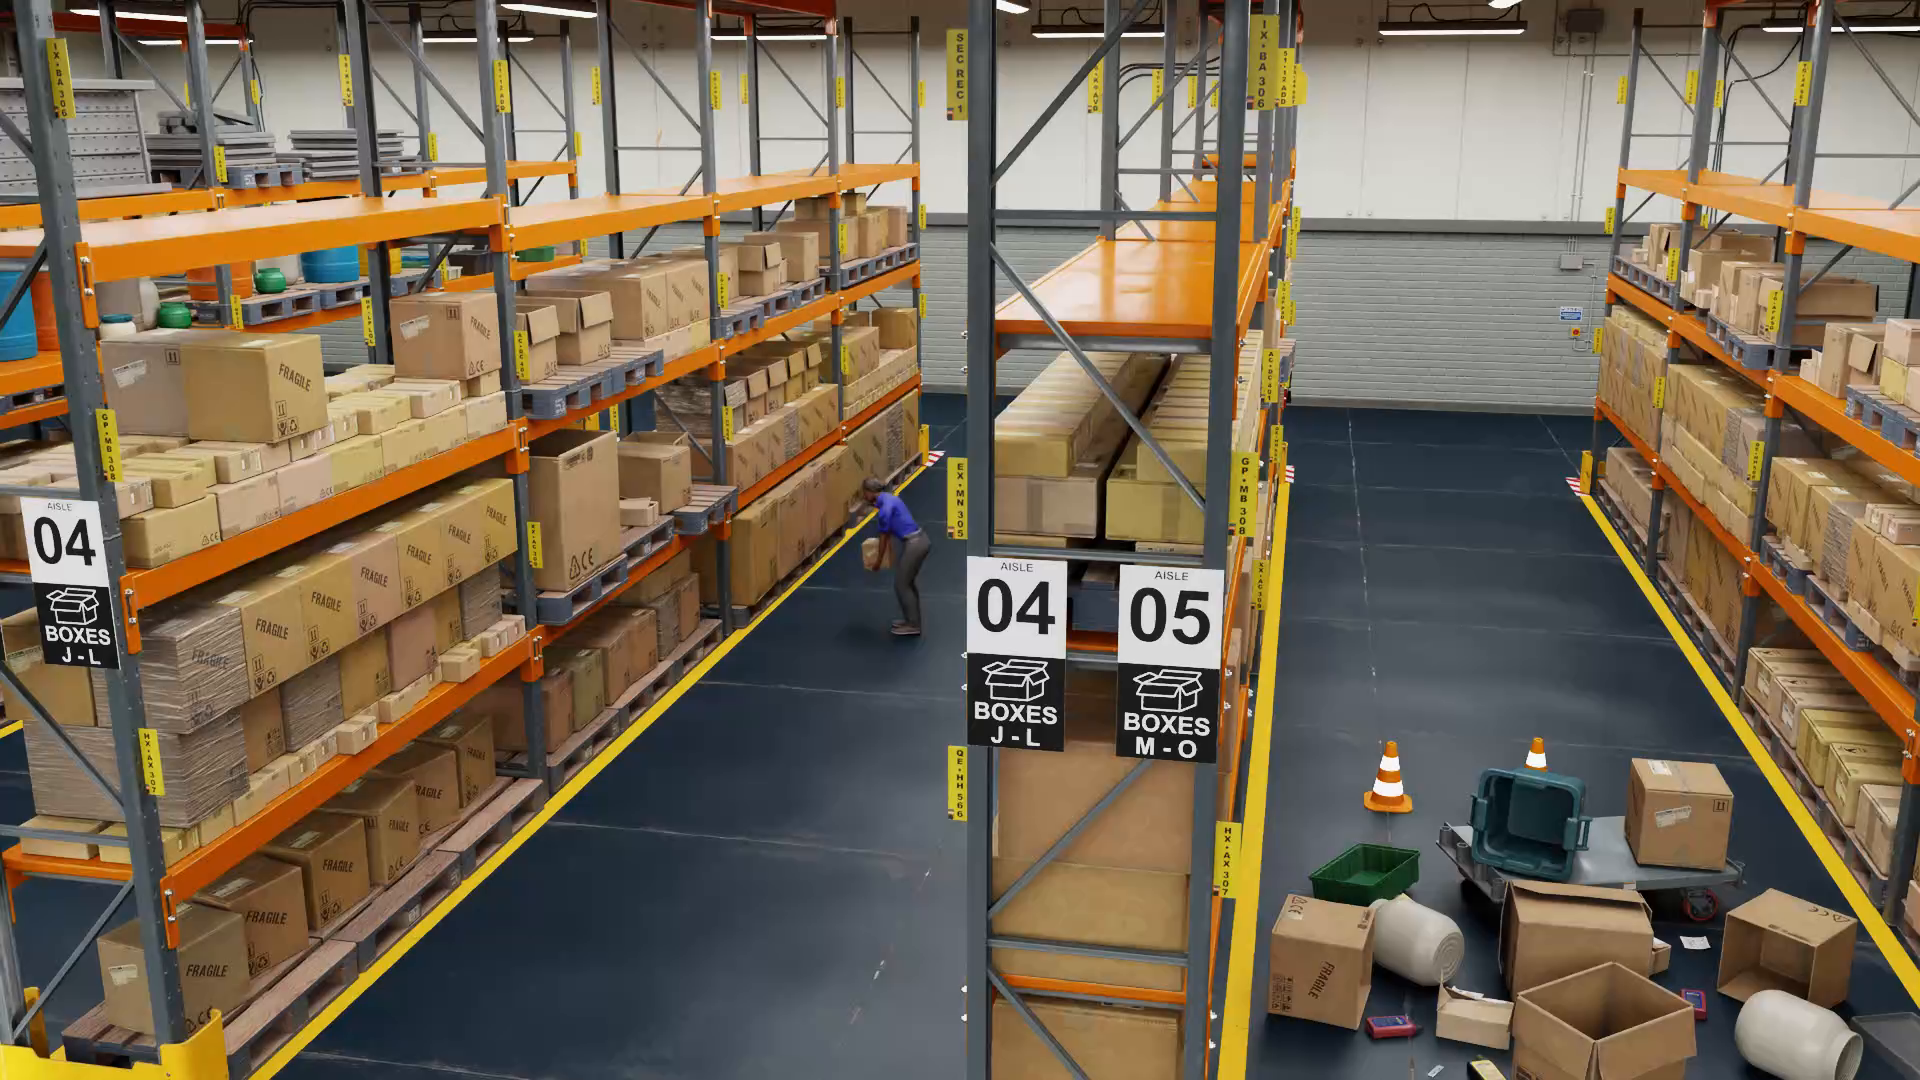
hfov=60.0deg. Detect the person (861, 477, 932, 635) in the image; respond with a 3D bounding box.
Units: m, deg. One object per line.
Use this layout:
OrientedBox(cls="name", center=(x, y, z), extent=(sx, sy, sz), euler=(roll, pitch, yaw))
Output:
OrientedBox(cls="person", center=(-0.609, 0.140, 15.816), extent=(0.656, 1.502, 0.405), euler=(3, 15, 10))
